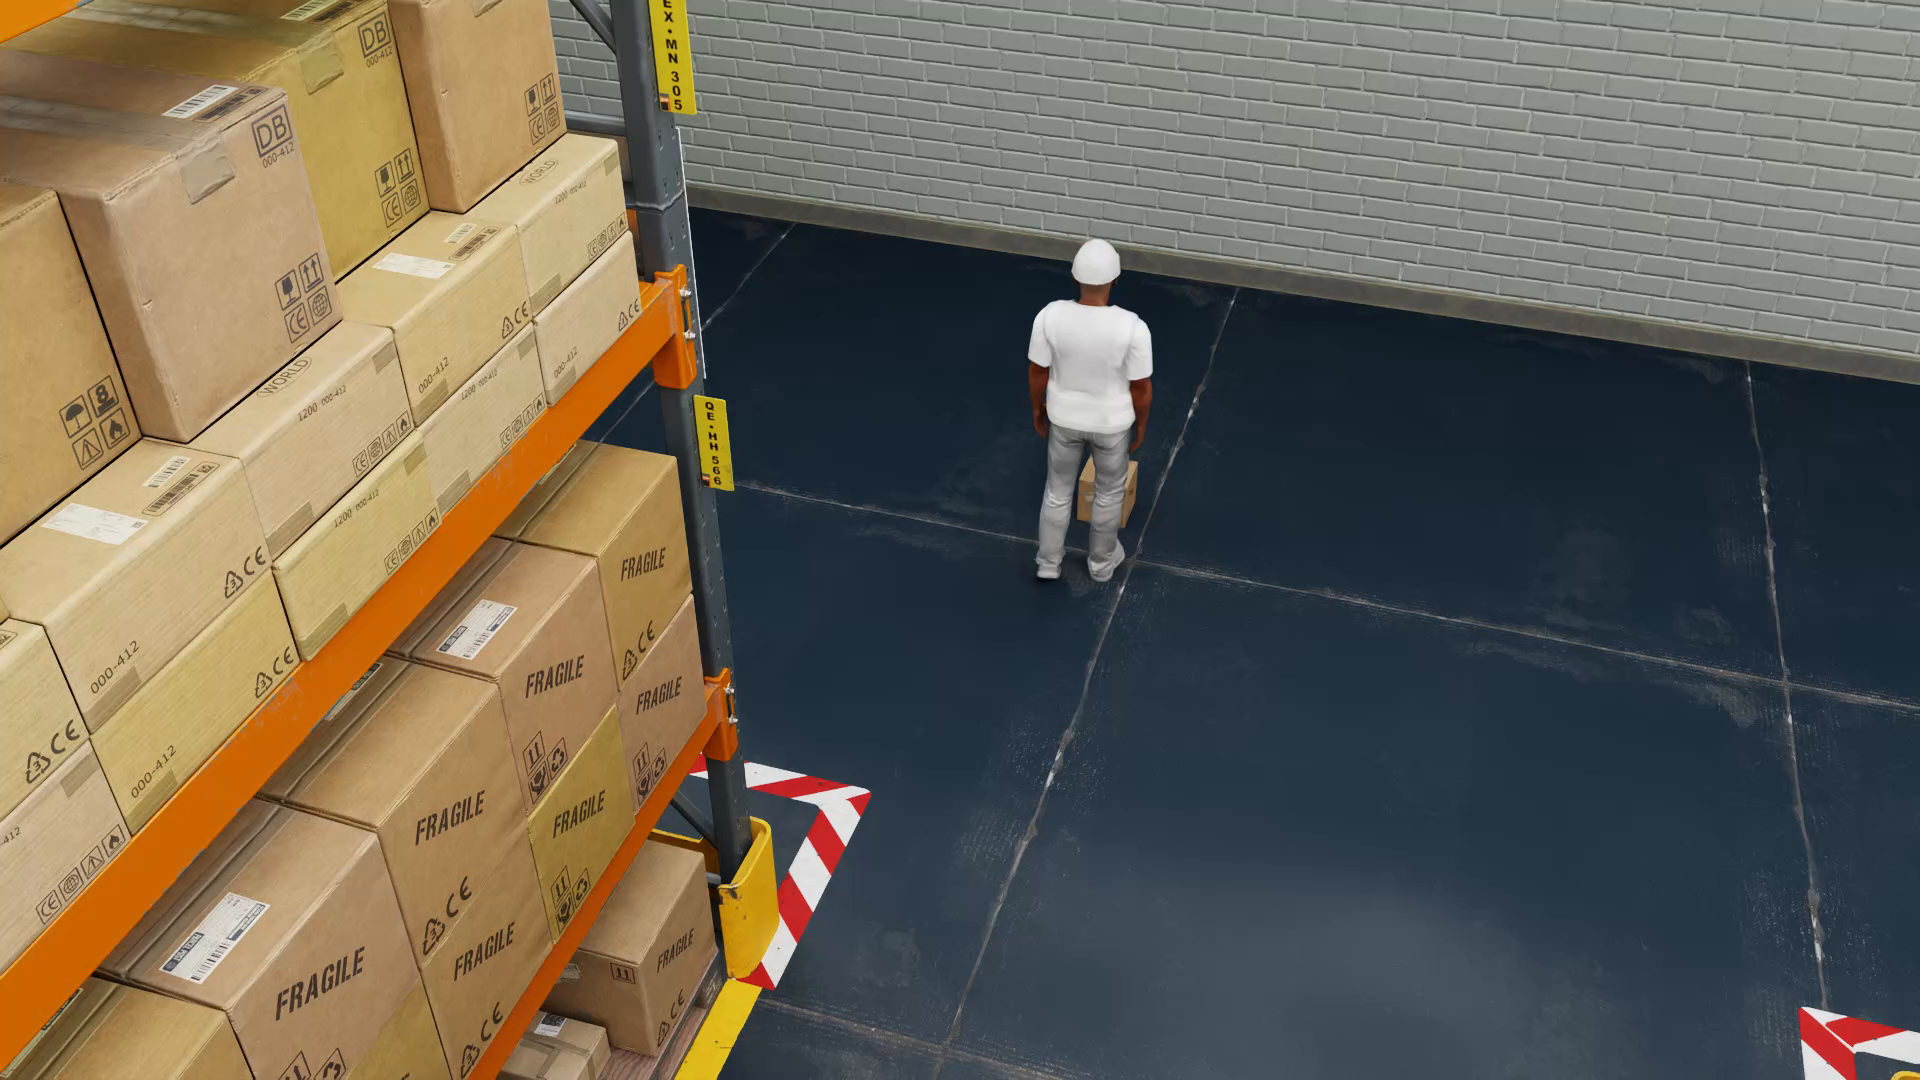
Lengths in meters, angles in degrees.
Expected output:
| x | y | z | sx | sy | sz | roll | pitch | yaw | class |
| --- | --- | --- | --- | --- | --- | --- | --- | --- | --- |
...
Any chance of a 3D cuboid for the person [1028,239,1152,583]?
| x | y | z | sx | sy | sz | roll | pitch | yaw | class |
| --- | --- | --- | --- | --- | --- | --- | --- | --- | --- |
| 0.596 | -0.542 | 7.669 | 0.567 | 1.849 | 0.406 | 11 | 38 | 15 | person |
